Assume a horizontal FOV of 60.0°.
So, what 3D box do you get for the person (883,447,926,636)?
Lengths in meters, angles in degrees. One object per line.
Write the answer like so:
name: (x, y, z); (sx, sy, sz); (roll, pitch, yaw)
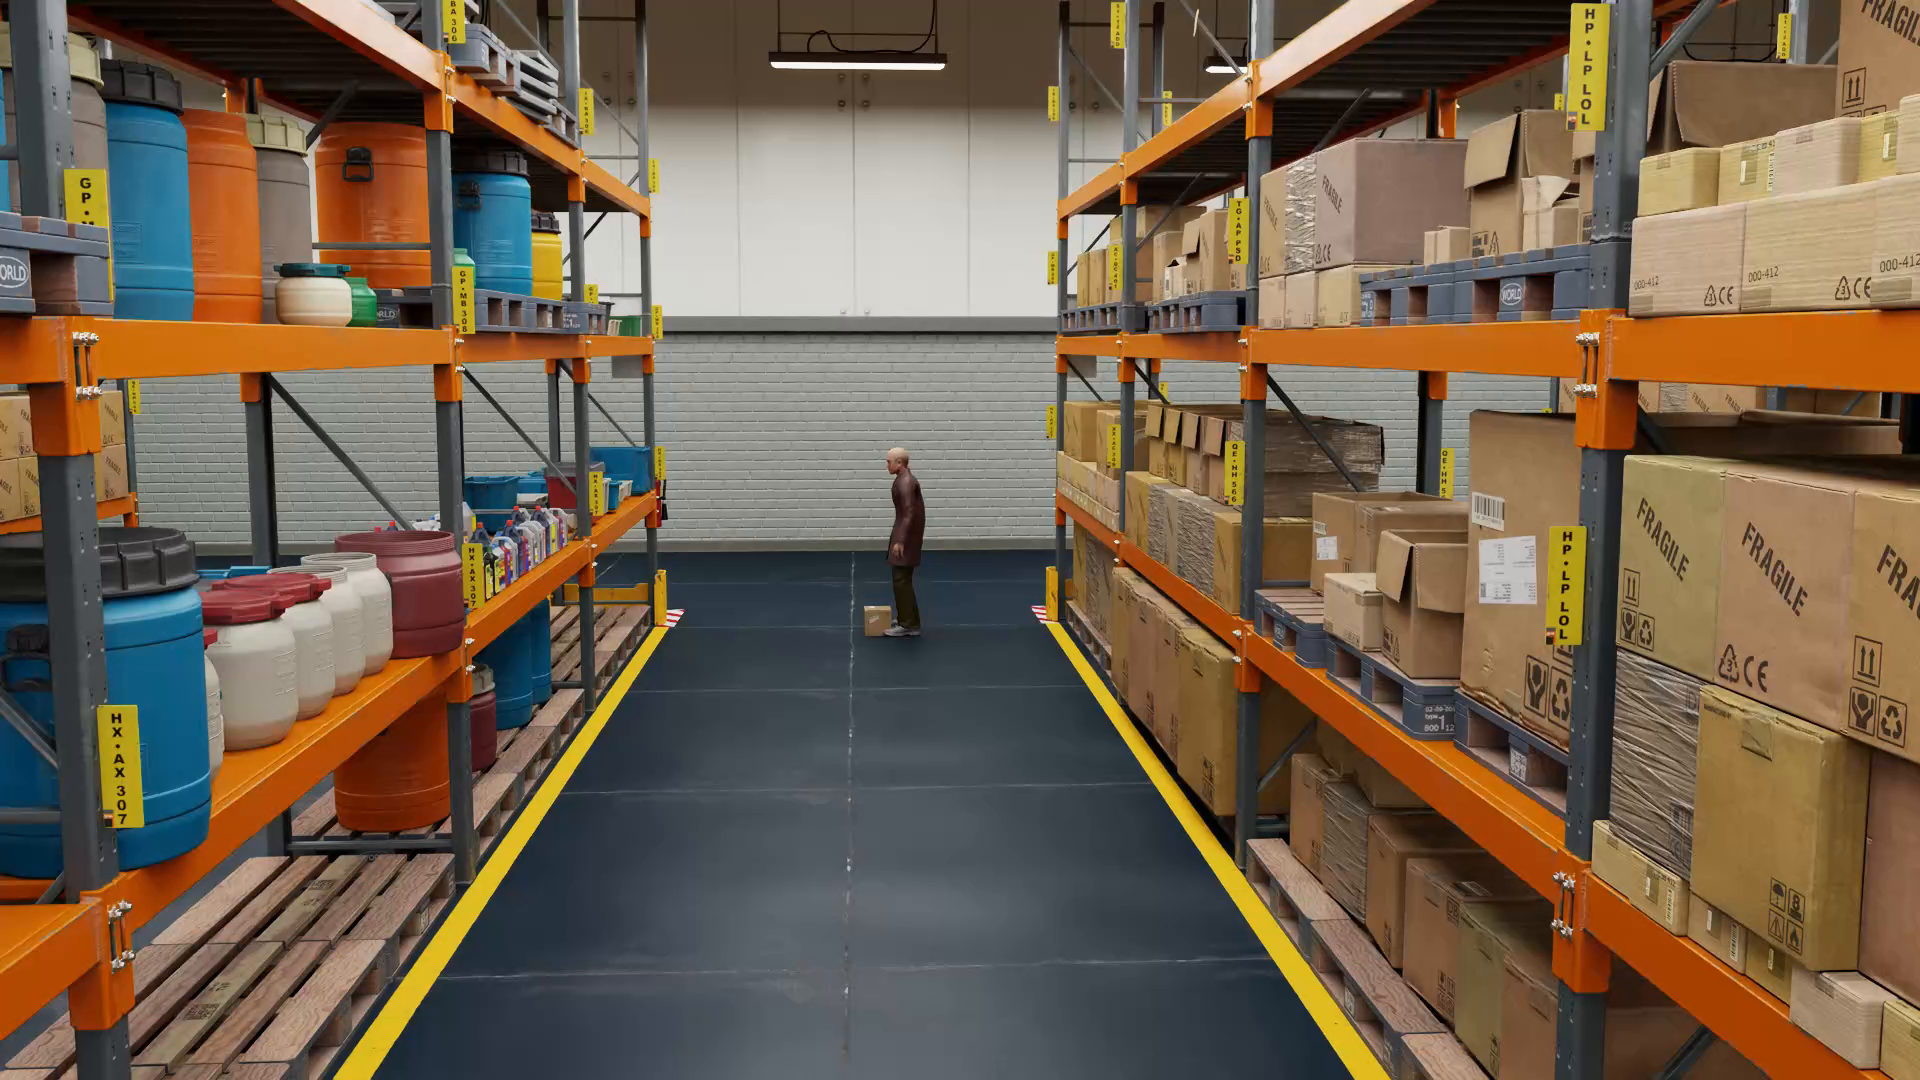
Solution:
person: (-0.537, 0.009, 15.725); (0.425, 1.774, 0.644); (0, 7, -3)
